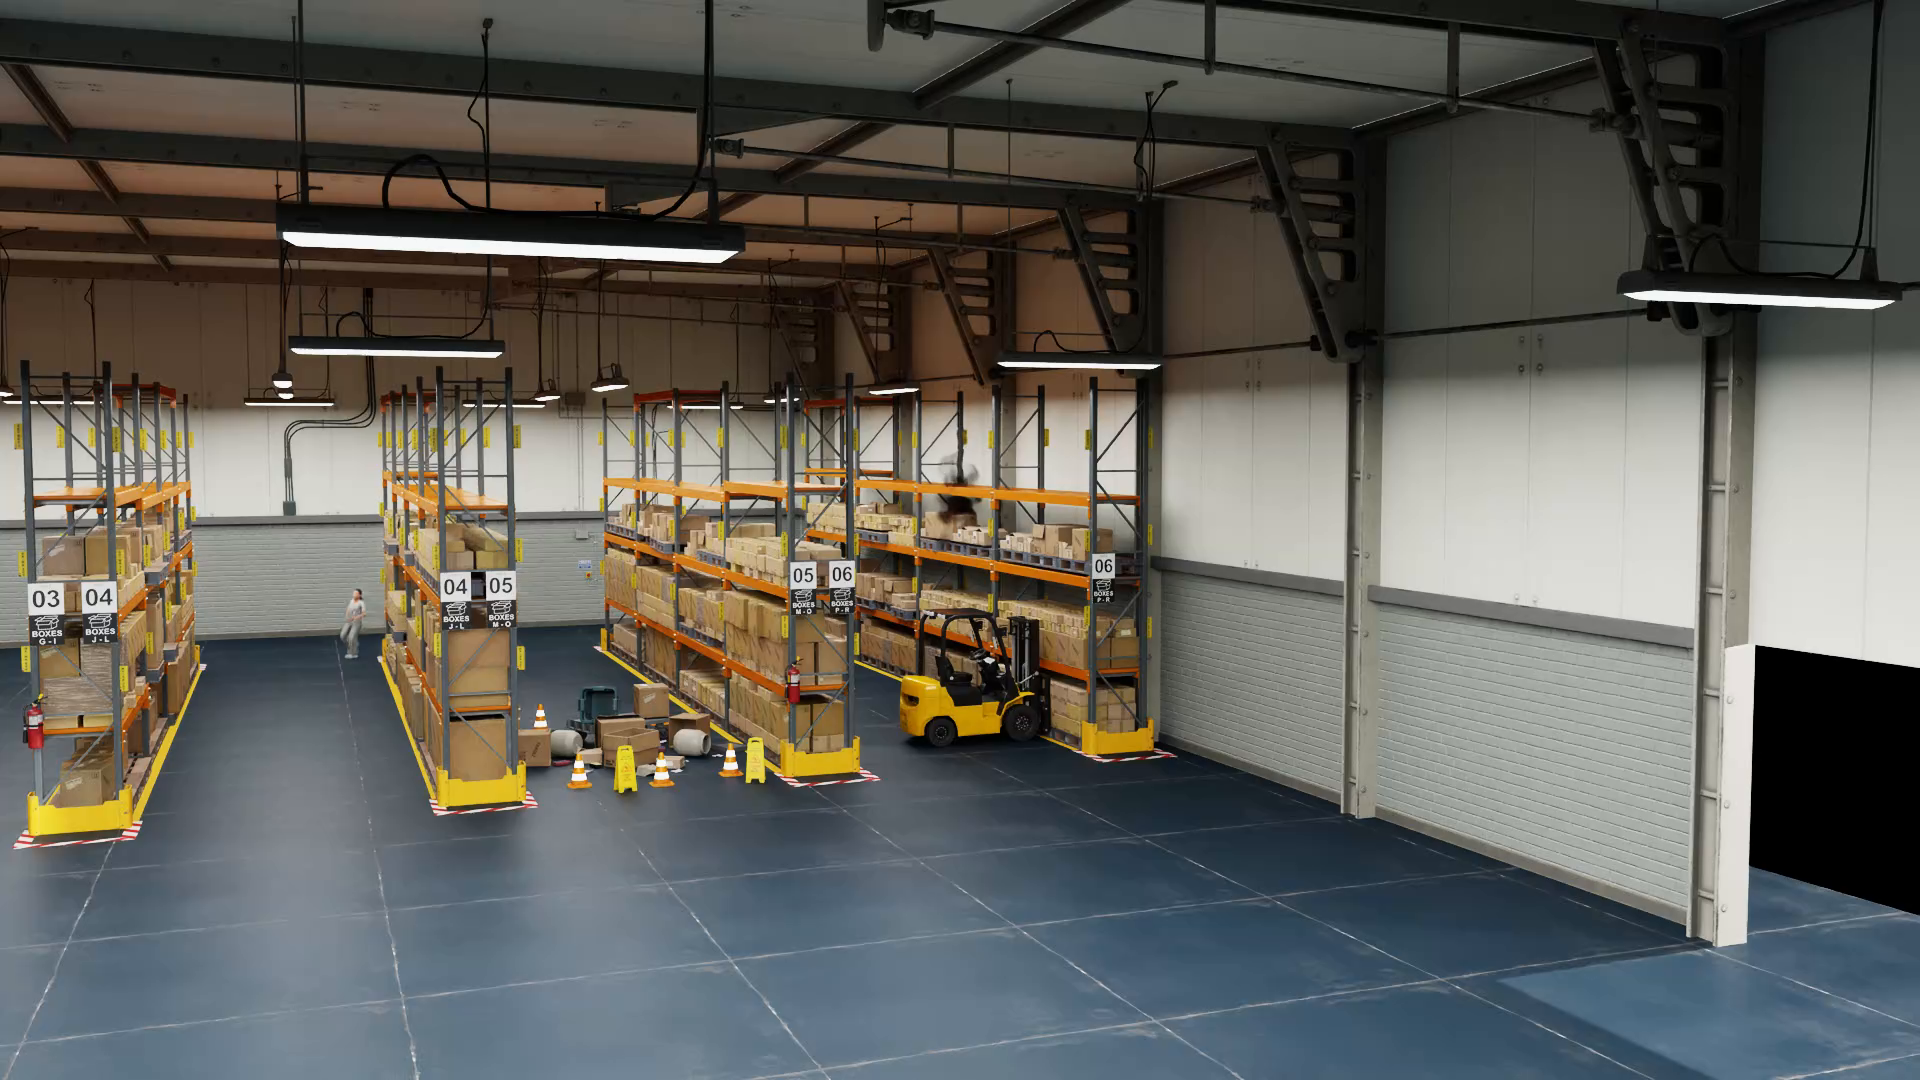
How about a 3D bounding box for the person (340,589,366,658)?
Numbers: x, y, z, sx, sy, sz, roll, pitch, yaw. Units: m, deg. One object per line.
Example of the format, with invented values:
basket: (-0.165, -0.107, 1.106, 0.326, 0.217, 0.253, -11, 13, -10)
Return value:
person: (-13.843, 1.911, 38.005, 0.626, 1.610, 0.526, 1, 4, 21)
